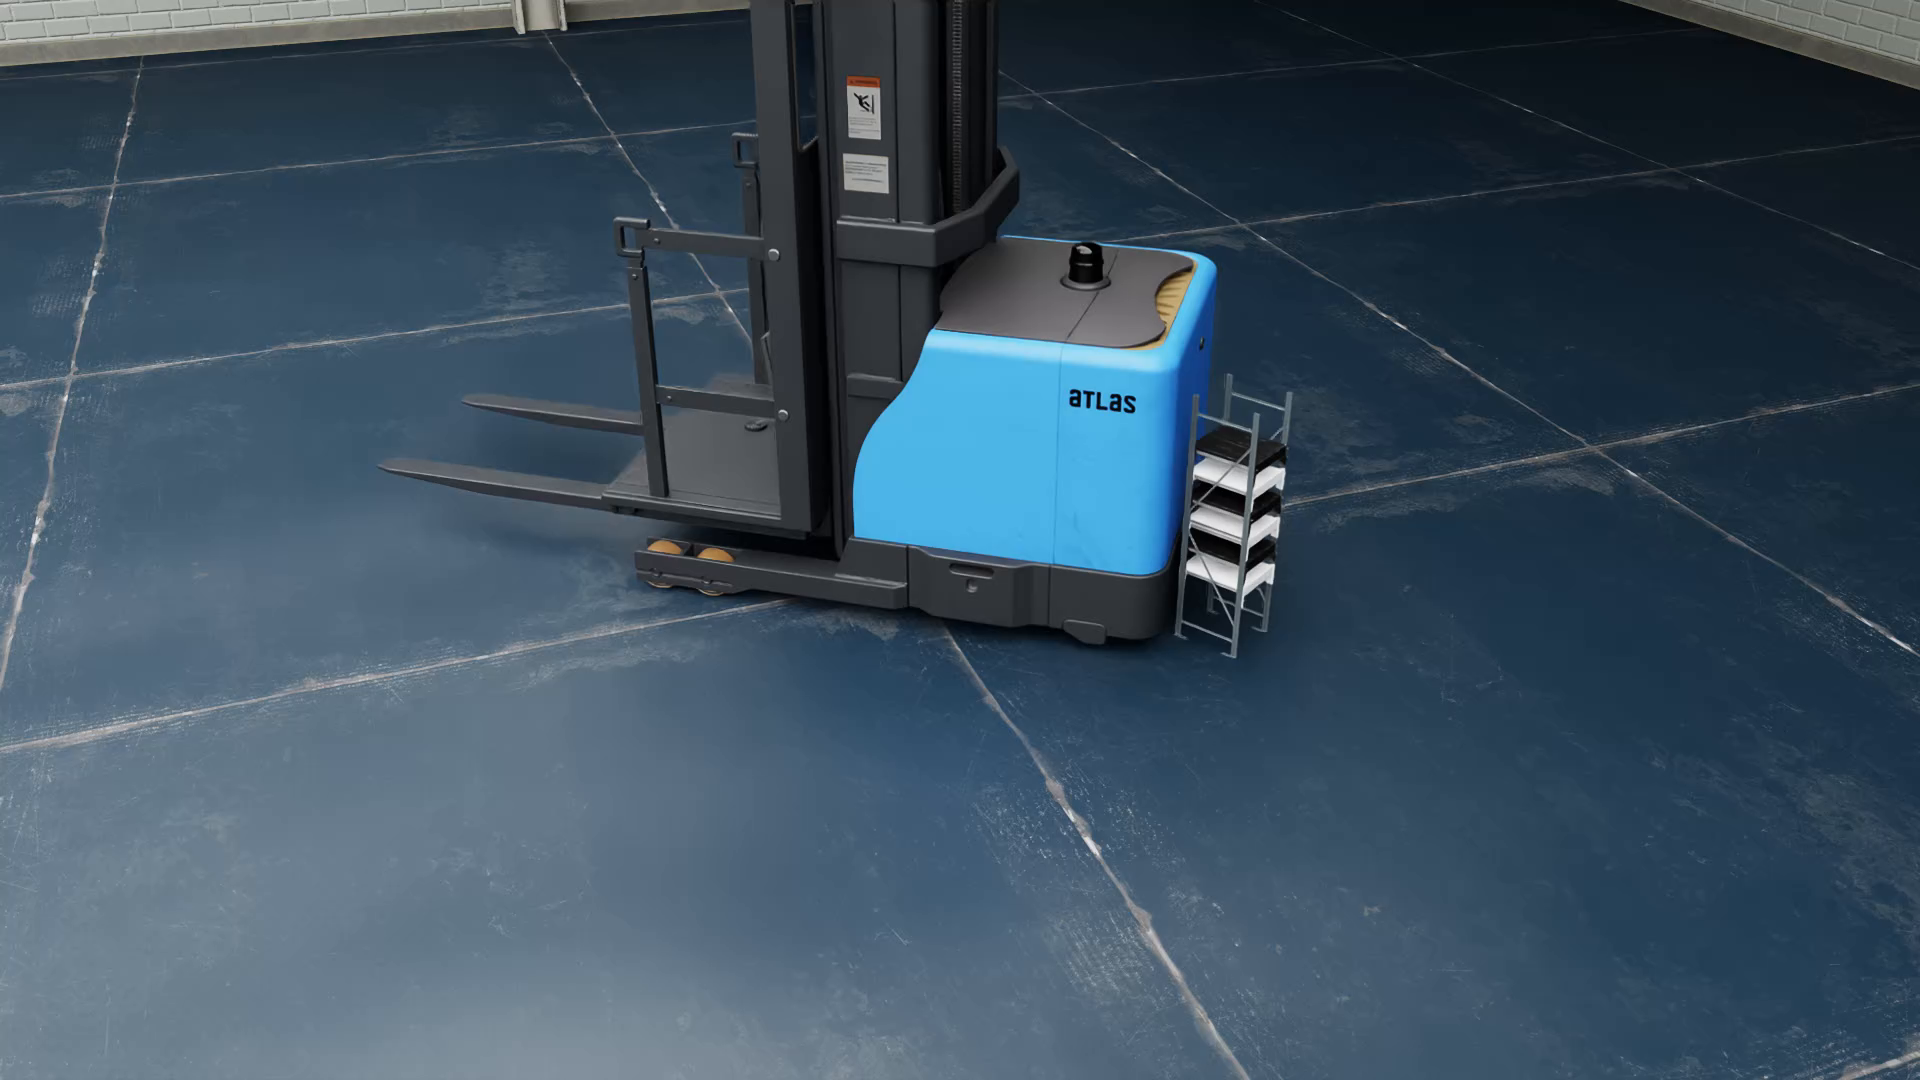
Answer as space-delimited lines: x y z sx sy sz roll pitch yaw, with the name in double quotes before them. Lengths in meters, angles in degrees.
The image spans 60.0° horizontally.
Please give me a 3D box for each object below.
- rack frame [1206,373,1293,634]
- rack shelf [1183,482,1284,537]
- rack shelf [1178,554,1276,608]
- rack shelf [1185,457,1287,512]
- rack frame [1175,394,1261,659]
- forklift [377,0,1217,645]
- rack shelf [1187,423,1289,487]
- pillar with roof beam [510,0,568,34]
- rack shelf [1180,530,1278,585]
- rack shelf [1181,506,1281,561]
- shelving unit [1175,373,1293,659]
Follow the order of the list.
"rack frame" 0.957 -0.110 5.533 0.240 0.900 0.006 22 36 33
"rack shelf" 0.893 -0.120 5.437 0.258 0.077 0.200 22 36 33
"rack shelf" 0.893 0.115 5.570 0.258 0.077 0.200 22 36 33
"rack shelf" 0.893 -0.198 5.392 0.258 0.077 0.200 22 36 33
"rack frame" 0.829 -0.032 5.396 0.240 0.900 0.006 22 36 33
"forklift" -0.659 -1.318 5.602 3.031 2.935 1.130 8 31 13
"rack shelf" 0.893 -0.276 5.348 0.258 0.077 0.200 22 36 33
"pillar with roof beam" -1.930 -6.103 7.871 0.400 9.000 9.100 -10 31 -18
"rack shelf" 0.893 0.037 5.526 0.258 0.077 0.200 22 36 33
"rack shelf" 0.893 -0.042 5.481 0.258 0.077 0.200 22 36 33
"shelving unit" 0.893 -0.071 5.465 0.258 0.900 0.210 22 36 33
